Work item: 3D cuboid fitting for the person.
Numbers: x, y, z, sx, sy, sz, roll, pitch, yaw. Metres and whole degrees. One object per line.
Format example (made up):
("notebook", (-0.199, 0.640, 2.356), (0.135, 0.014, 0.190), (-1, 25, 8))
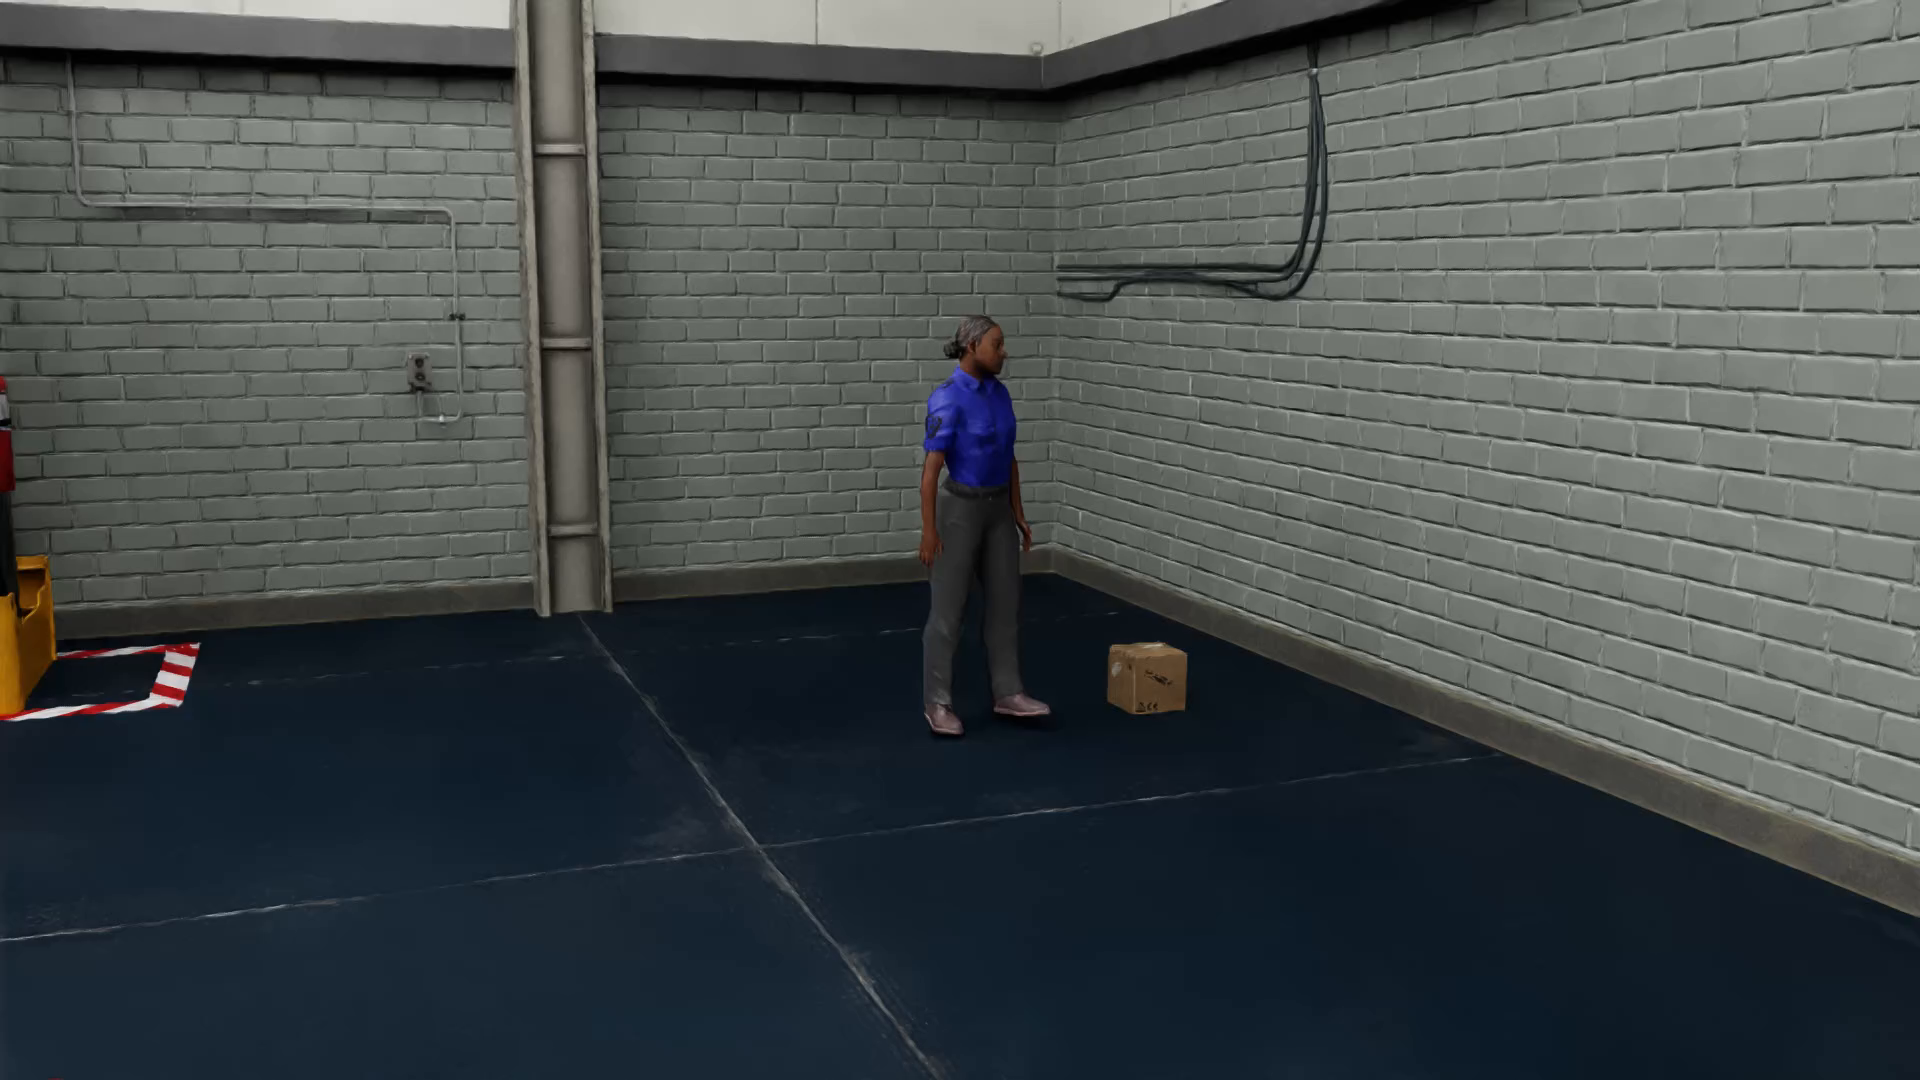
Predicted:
("person", (0.093, -0.063, 6.661), (0.475, 1.665, 0.519), (8, 12, 40))
